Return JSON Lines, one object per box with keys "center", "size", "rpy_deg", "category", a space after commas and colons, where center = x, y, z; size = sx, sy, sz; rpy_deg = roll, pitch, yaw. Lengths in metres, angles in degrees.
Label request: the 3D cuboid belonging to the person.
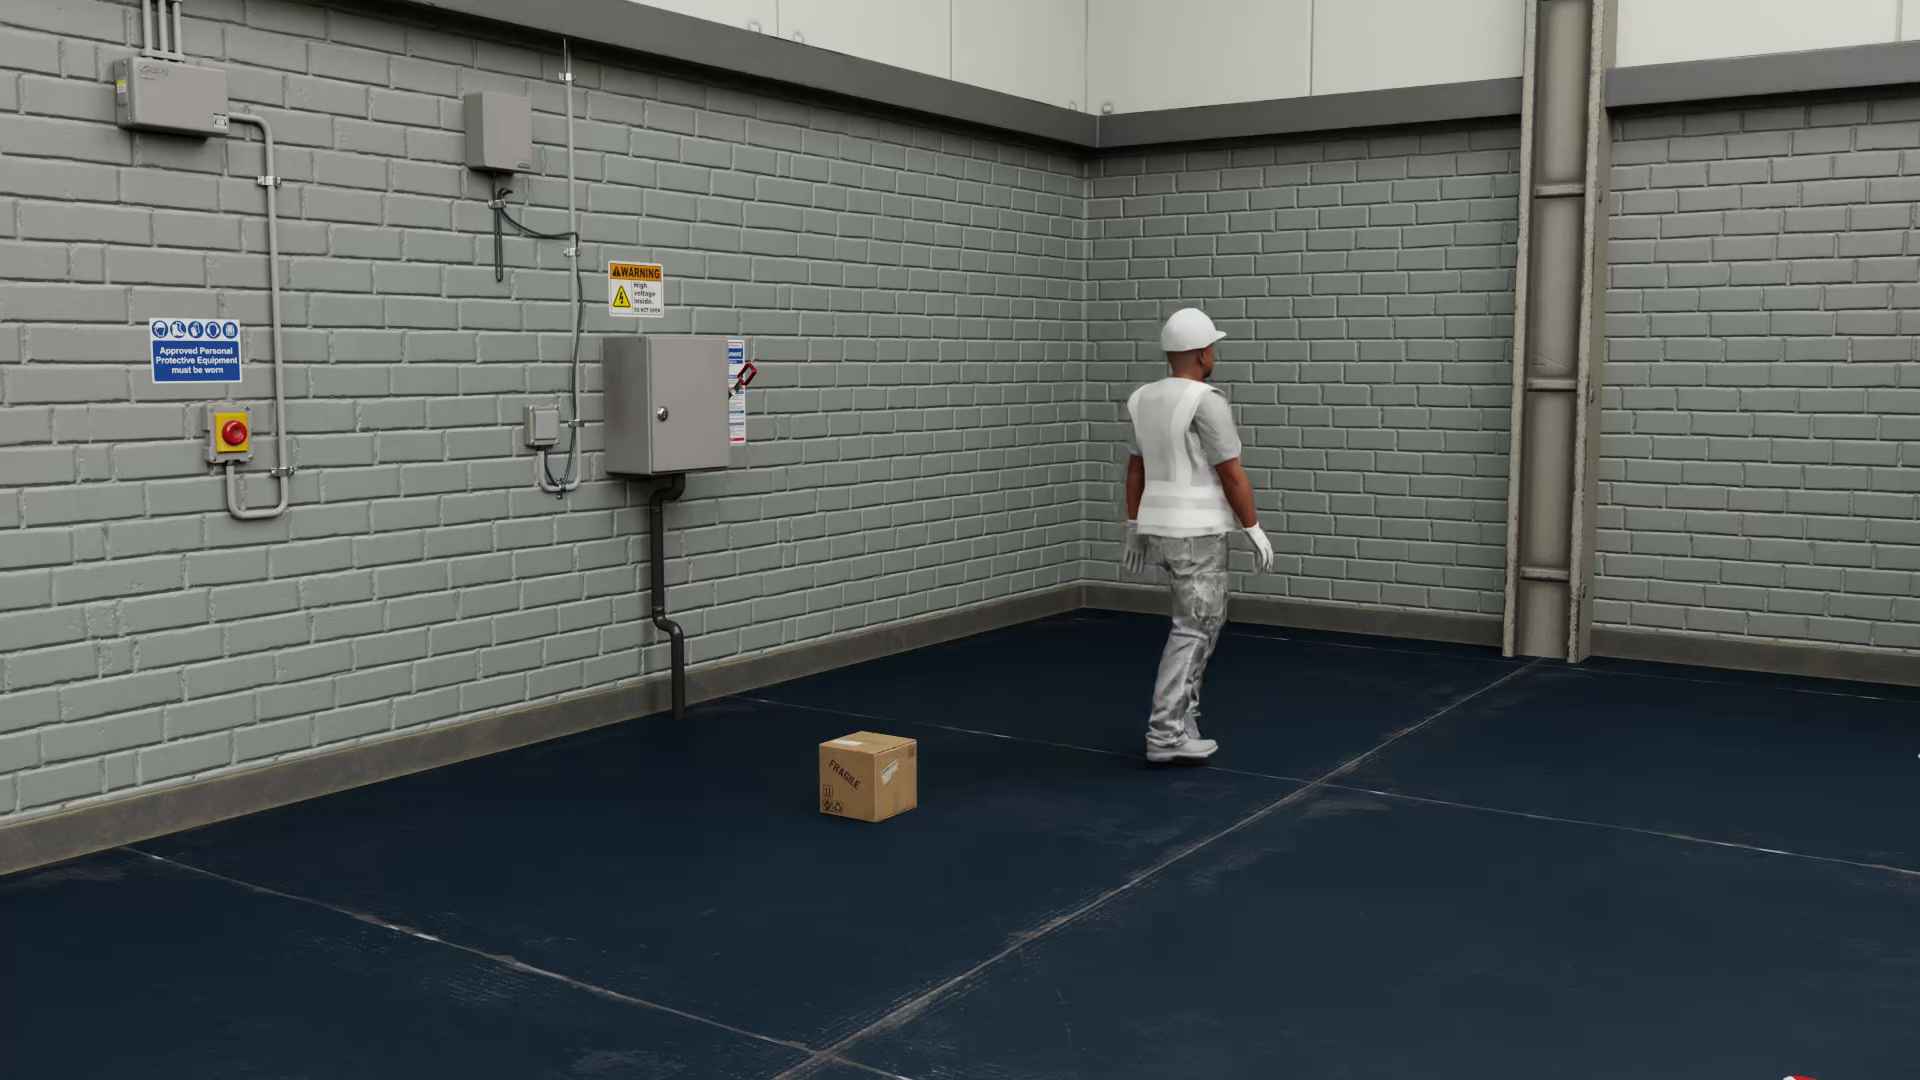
{"center": [0.937, 0.007, 6.608], "size": [0.486, 1.837, 0.564], "rpy_deg": [-3, 7, -24], "category": "person"}
